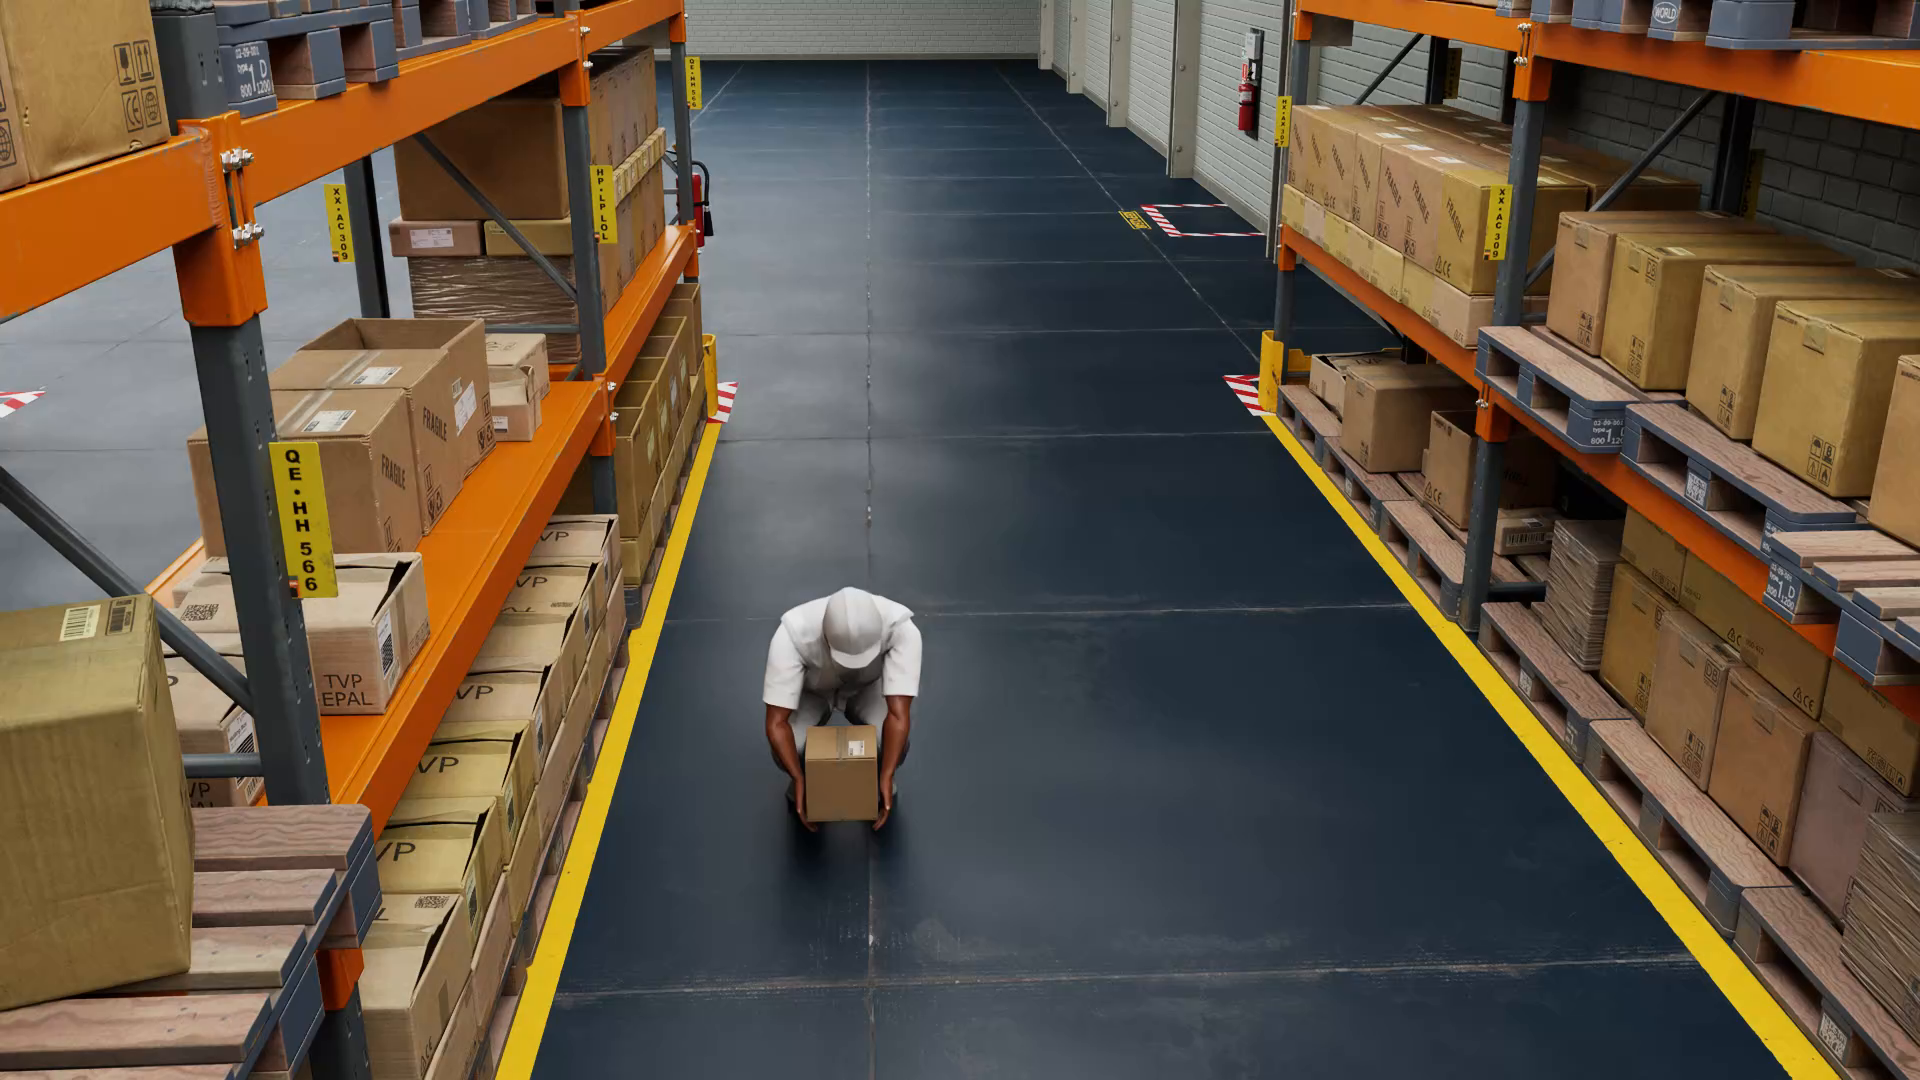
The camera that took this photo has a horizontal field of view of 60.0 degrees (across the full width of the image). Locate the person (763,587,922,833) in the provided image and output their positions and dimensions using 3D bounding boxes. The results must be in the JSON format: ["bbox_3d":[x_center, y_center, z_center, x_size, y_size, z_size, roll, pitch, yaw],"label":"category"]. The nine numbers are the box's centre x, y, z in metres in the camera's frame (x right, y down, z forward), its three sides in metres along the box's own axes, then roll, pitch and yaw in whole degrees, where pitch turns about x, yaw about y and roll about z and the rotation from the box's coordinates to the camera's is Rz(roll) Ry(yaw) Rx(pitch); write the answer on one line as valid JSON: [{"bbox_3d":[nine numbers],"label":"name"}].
[{"bbox_3d":[-0.430,0.555,6.164,0.580,0.996,0.885,-1,20,-3],"label":"person"}]
